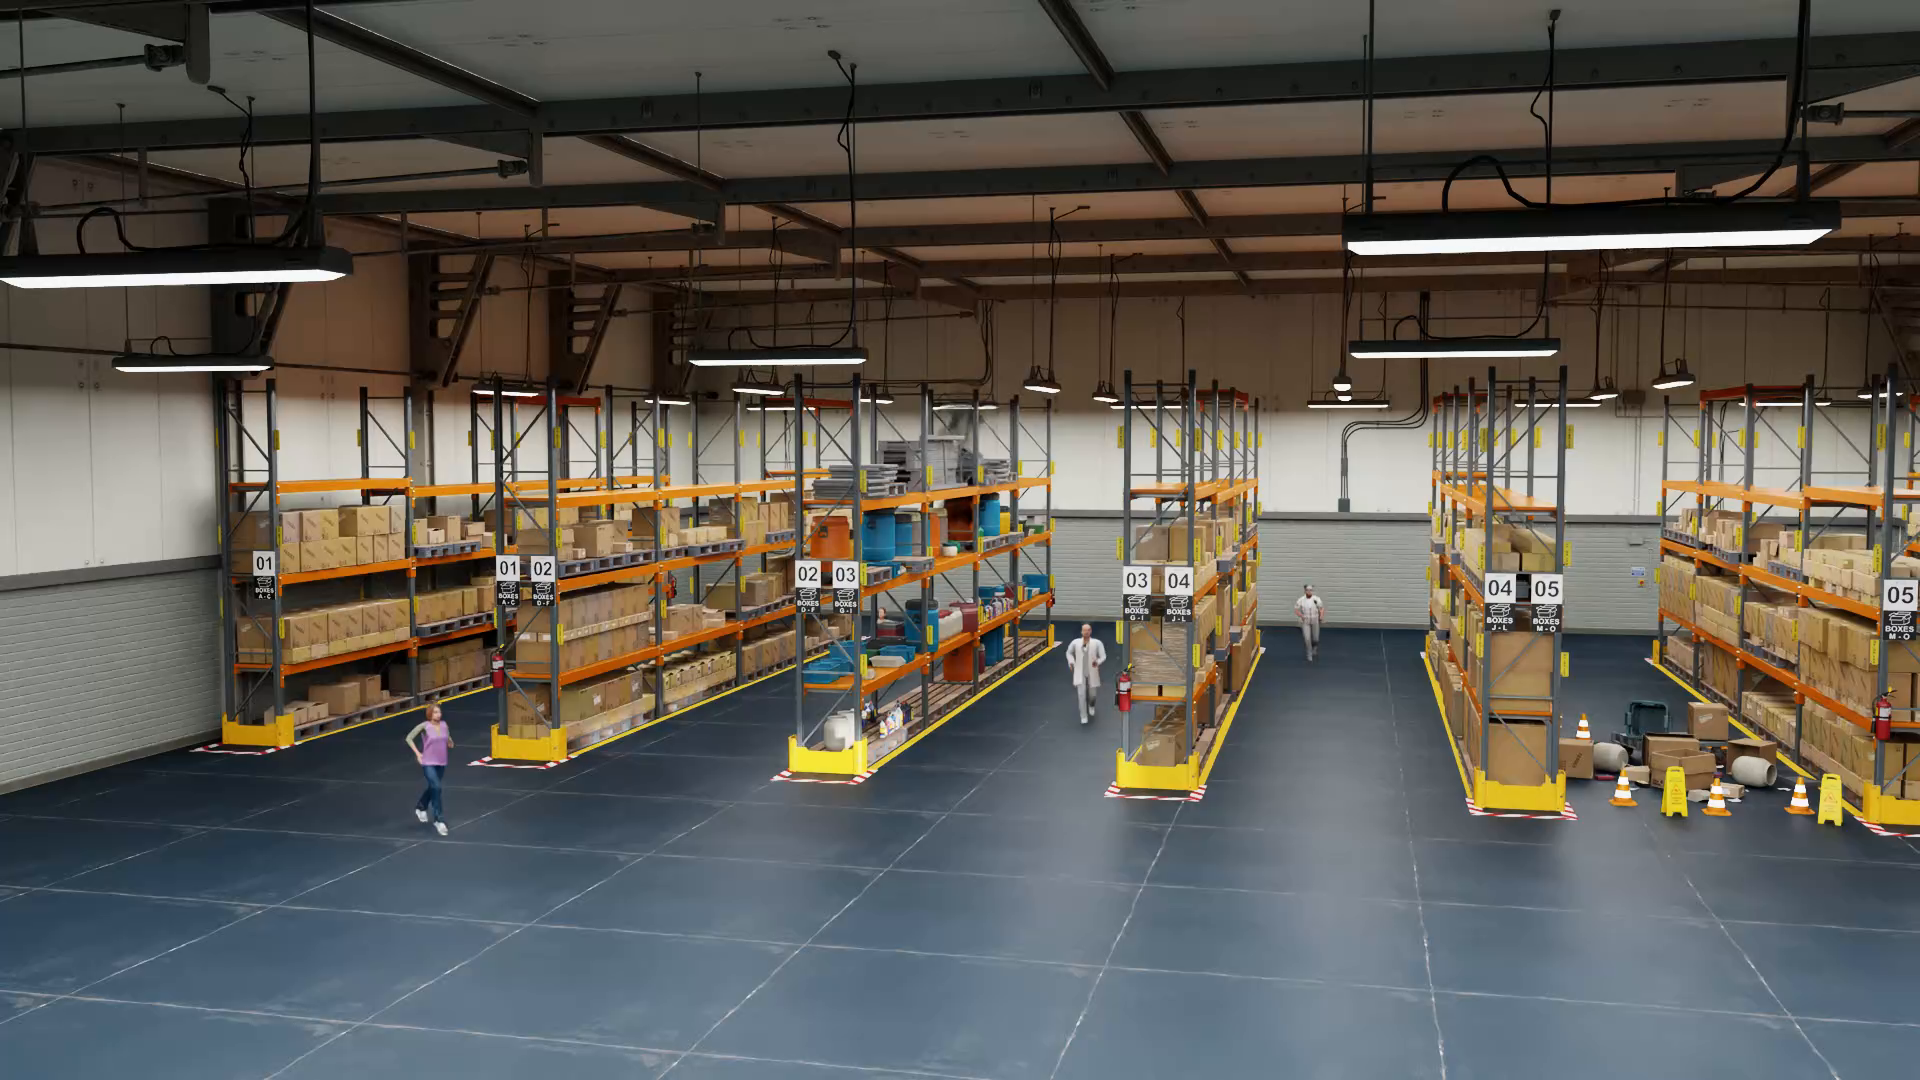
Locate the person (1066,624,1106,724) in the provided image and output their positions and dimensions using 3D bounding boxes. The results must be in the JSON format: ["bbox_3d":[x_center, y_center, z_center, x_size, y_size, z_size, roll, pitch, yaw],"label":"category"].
[{"bbox_3d":[2.229,2.362,29.513,0.715,1.735,0.825,0,3,5],"label":"person"}]

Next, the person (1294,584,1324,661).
[{"bbox_3d":[7.949,1.865,37.874,0.680,1.742,0.644,0,3,7],"label":"person"}]

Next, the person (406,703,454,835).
[{"bbox_3d":[-6.783,2.915,21.383,0.770,1.635,0.527,3,4,37],"label":"person"}]

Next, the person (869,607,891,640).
[{"bbox_3d":[-1.593,2.165,33.726,0.561,1.620,0.588,1,4,13],"label":"person"}]
